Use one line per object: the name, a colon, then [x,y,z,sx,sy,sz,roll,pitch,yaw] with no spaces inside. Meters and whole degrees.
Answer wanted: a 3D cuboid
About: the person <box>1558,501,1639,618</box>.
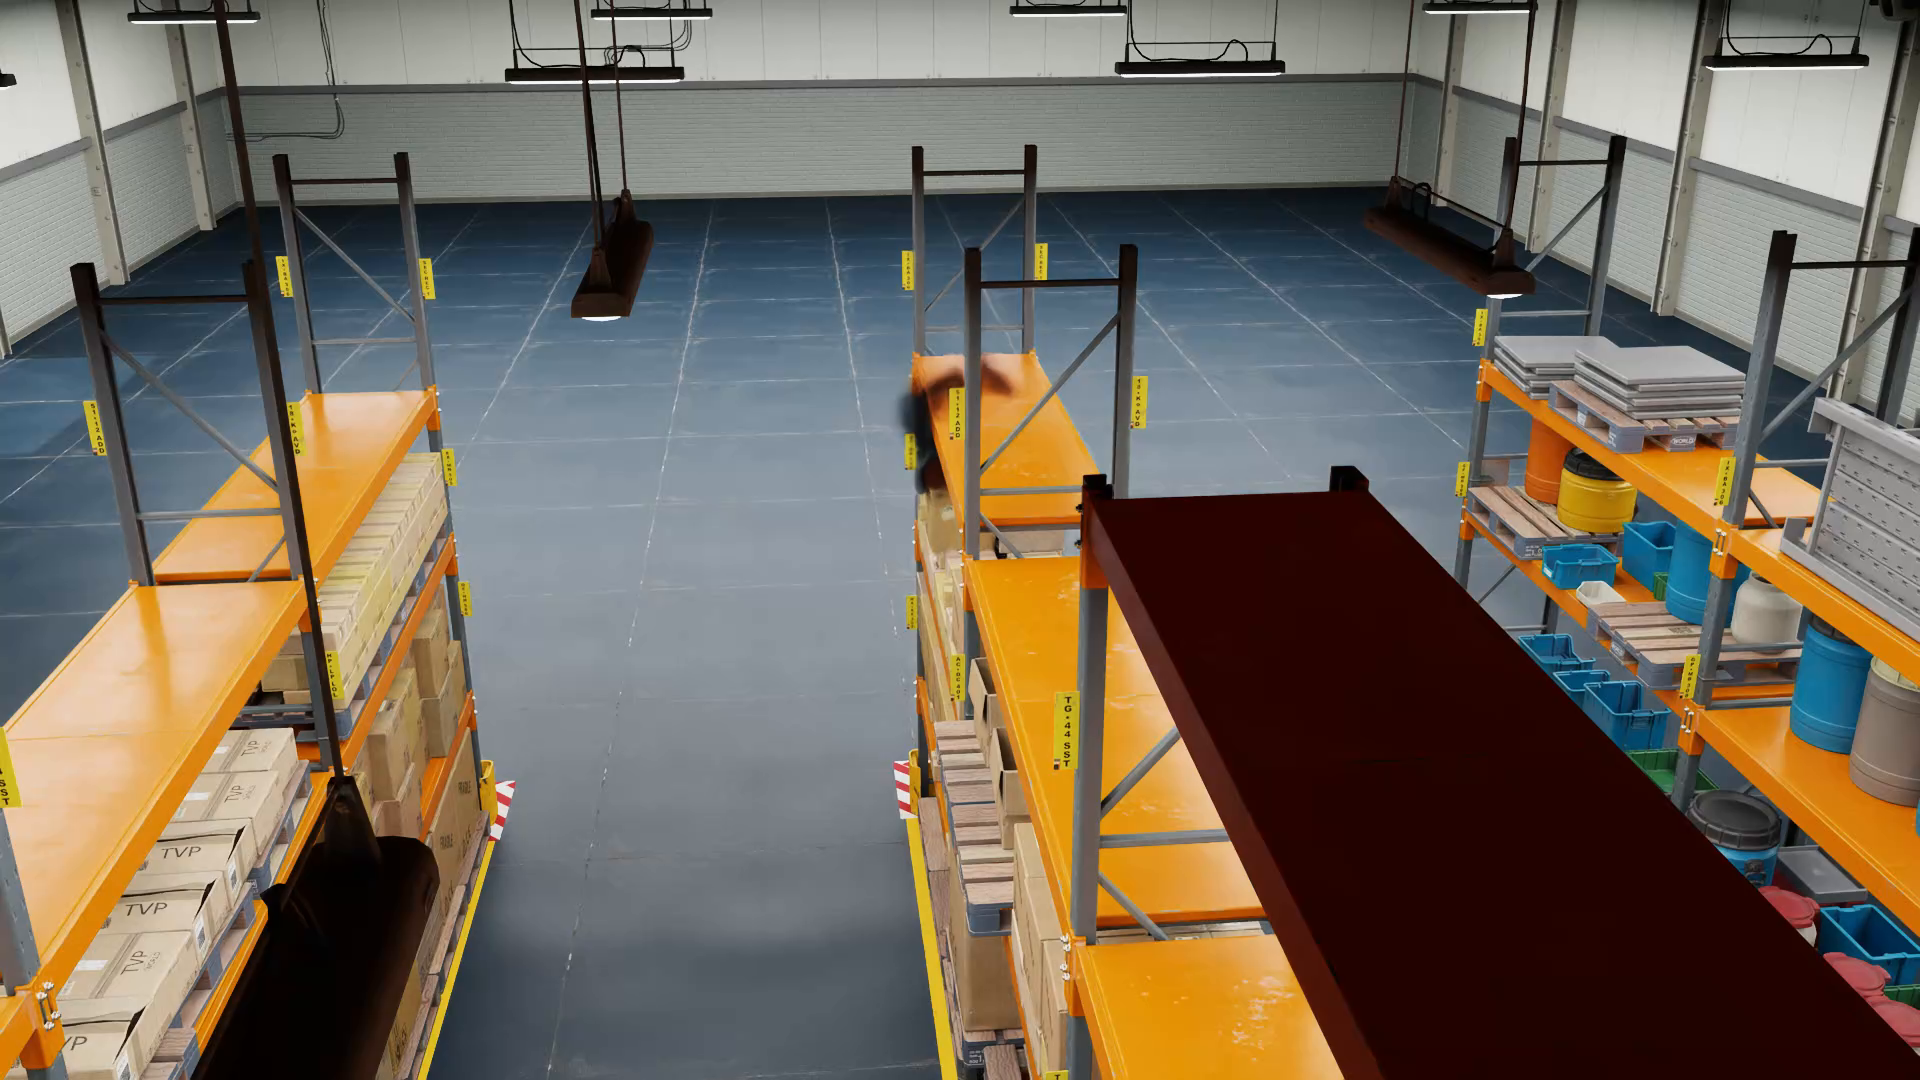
person: [7.391,0.114,18.913,0.910,1.836,0.681,6,22,14]
